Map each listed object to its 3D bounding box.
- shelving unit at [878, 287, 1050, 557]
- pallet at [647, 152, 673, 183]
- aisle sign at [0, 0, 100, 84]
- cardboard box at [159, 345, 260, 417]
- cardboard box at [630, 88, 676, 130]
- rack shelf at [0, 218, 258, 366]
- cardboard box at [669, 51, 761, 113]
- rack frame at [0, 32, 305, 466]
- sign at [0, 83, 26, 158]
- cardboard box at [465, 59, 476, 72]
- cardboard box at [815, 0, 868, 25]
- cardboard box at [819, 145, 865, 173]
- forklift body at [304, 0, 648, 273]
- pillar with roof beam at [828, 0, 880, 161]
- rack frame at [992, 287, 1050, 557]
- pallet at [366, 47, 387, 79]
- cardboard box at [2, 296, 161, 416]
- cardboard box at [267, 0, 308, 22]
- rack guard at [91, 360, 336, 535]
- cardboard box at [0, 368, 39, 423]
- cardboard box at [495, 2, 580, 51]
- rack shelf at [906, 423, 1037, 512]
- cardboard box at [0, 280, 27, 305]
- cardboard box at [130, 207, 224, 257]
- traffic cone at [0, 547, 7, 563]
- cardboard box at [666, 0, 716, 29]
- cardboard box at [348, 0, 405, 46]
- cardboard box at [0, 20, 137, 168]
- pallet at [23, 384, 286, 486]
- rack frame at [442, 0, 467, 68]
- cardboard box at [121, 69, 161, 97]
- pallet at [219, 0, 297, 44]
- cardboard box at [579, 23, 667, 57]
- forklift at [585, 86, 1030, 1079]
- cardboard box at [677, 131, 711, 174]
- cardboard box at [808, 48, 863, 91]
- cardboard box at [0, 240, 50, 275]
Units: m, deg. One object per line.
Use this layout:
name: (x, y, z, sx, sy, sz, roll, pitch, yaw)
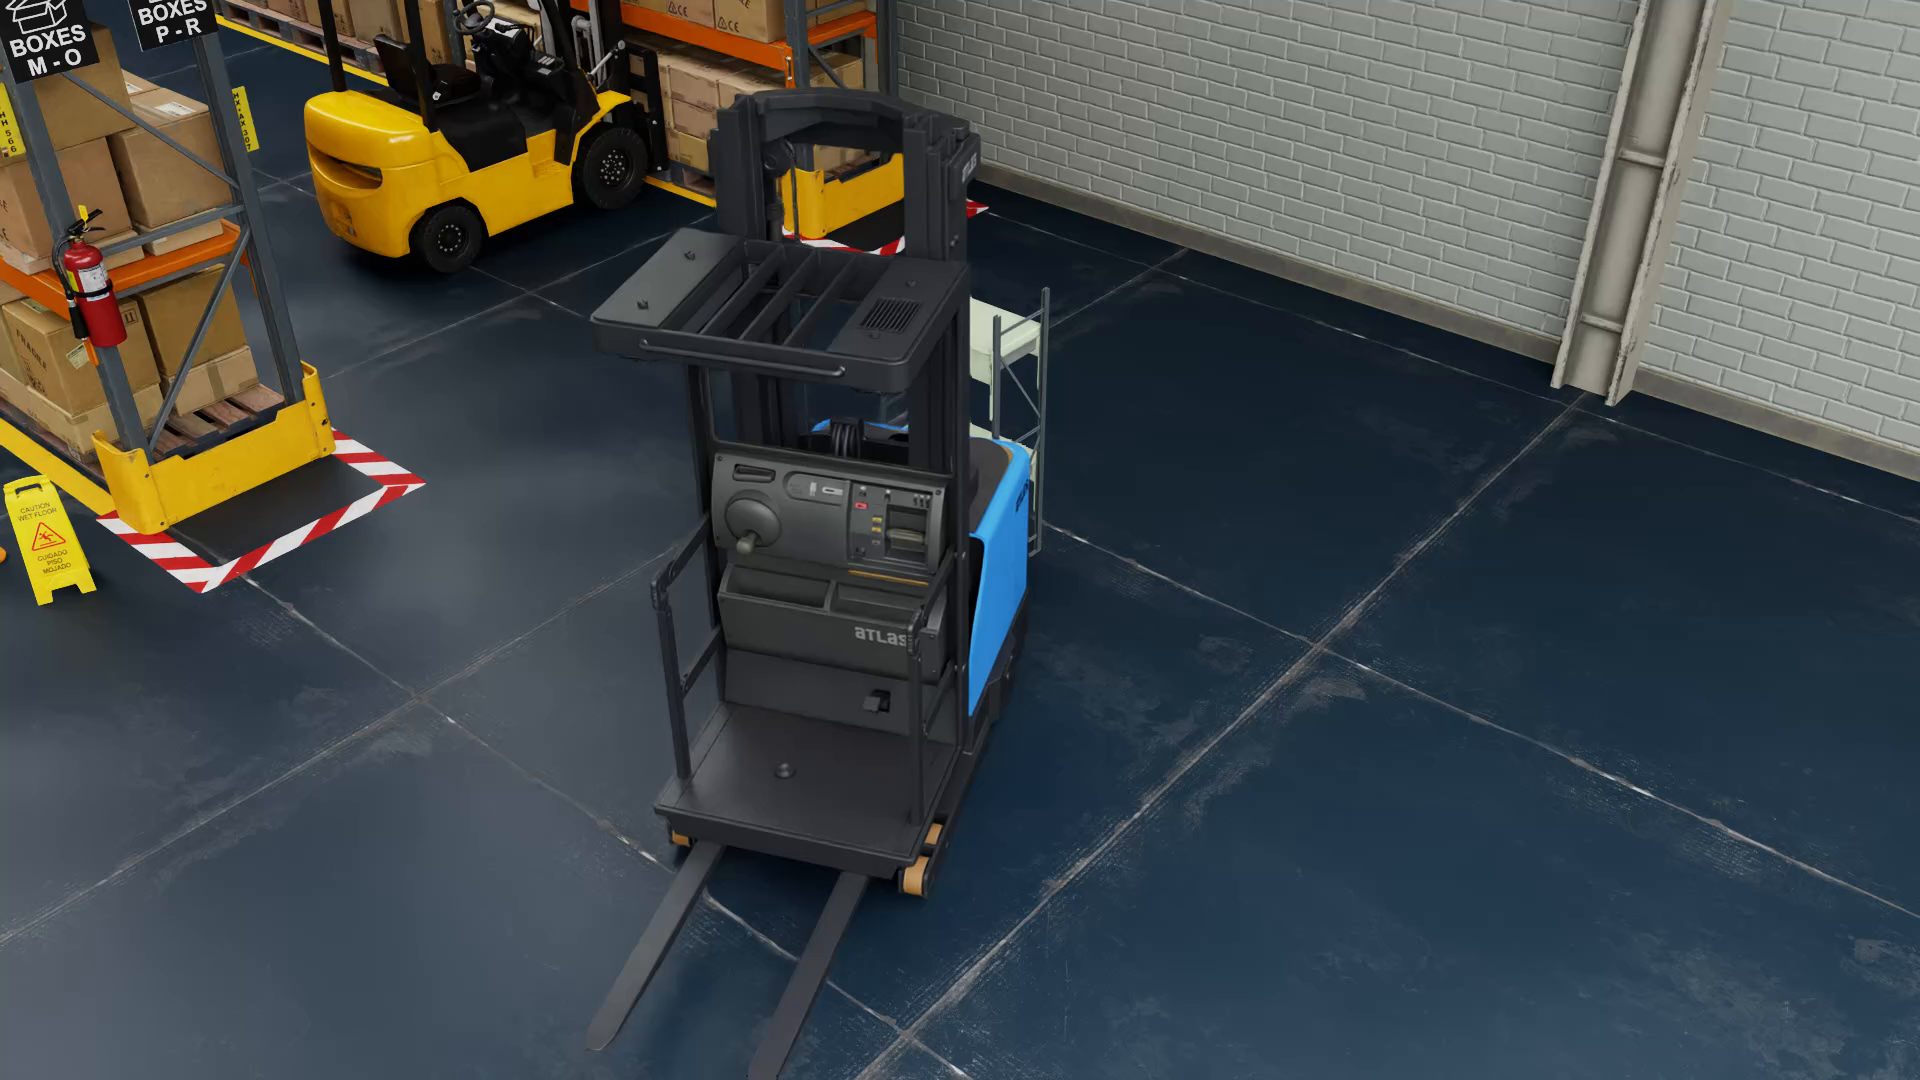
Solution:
shelving unit: (0.005, -0.616, 8.322, 0.755, 1.500, 0.431, 25, 42, 32)
pallet: (-2.363, -3.249, 13.295, 1.213, 0.211, 1.003, 25, 42, 32)
aisle sign: (-4.126, -2.460, 7.386, 0.004, 0.787, 0.394, 25, 42, 32)
cardboard box: (-4.431, -0.989, 9.598, 0.500, 0.250, 0.500, 25, 42, 31)
cardboard box: (-2.177, -3.348, 12.592, 0.500, 0.250, 0.500, 24, 41, 31)
rack shelf: (-5.525, -1.965, 9.597, 4.000, 0.370, 1.077, 25, 42, 32)
cardboard box: (-1.764, -3.363, 12.172, 0.500, 0.250, 0.500, 26, 42, 33)
rack frame: (-3.988, -1.537, 8.338, 0.127, 3.000, 1.000, 25, 42, 32)
sign: (-4.358, -1.910, 7.580, 0.005, 0.325, 0.100, 25, 42, 32)
cardboard box: (-3.729, -3.867, 13.789, 0.500, 0.250, 0.500, 26, 42, 32)
cardboard box: (-1.018, -4.039, 11.894, 0.500, 0.500, 0.500, 27, 43, 33)
cardboard box: (-1.067, -3.000, 12.527, 0.500, 0.250, 0.500, 25, 42, 32)
forklift body: (-3.439, -3.241, 11.570, 1.214, 2.155, 2.313, 25, 42, 32)
pillar with roof beam: (-3.528, -4.942, 7.997, 0.400, 9.000, 9.100, 25, 42, 32)
rack frame: (0.286, -0.483, 8.129, 0.023, 1.500, 0.400, 25, 42, 32)
pallet: (-4.480, -4.247, 14.748, 1.213, 0.211, 1.003, 25, 42, 32)
cardboard box: (-4.770, -1.062, 9.043, 0.500, 0.500, 0.500, 26, 42, 32)
cardboard box: (-5.985, -5.325, 15.580, 0.625, 0.625, 0.875, 27, 43, 33)
rack guard: (-4.046, -0.534, 9.086, 0.348, 0.500, 1.175, 25, 42, 32)
cardboard box: (-5.174, -0.943, 9.532, 0.500, 0.250, 0.500, 25, 42, 32)
cardboard box: (-3.331, -4.097, 13.241, 0.500, 0.250, 0.500, 25, 42, 32)
rack shelf: (0.005, -0.347, 8.506, 0.720, 0.370, 0.431, 25, 42, 32)
cardboard box: (-5.095, -1.434, 9.010, 0.250, 0.149, 0.380, 27, 43, 33)
cardboard box: (-4.116, -1.646, 8.720, 0.250, 0.149, 0.380, 25, 42, 32)
traffic cone: (-5.144, -0.086, 8.466, 0.334, 0.463, 0.336, 25, 42, 32)
cardboard box: (-1.754, -3.995, 11.829, 0.500, 0.500, 0.500, 27, 43, 33)
cardboard box: (-4.888, -4.809, 14.830, 0.625, 0.625, 0.875, 25, 42, 31)
cardboard box: (-4.520, -2.203, 8.074, 0.500, 0.500, 0.700, 24, 41, 31)
pallet: (-4.648, -0.725, 9.619, 1.213, 0.211, 1.003, 25, 42, 32)
rack frame: (-3.889, -5.147, 13.595, 0.127, 3.000, 1.000, 25, 42, 32)
cardboard box: (-4.574, -2.179, 8.923, 0.500, 0.500, 0.500, 27, 43, 33)
pallet: (-6.355, -5.131, 16.035, 1.213, 0.211, 1.003, 25, 42, 32)
cardboard box: (-2.543, -3.728, 12.704, 0.500, 0.250, 0.500, 24, 41, 31)
forklift: (-0.569, -0.031, 6.206, 1.130, 2.935, 3.031, 9, 36, 13)
cardboard box: (-1.754, -2.954, 12.460, 0.500, 0.250, 0.500, 25, 42, 32)
cardboard box: (-1.063, -3.406, 12.235, 0.500, 0.250, 0.500, 25, 41, 31)
cardboard box: (-4.678, -1.519, 8.534, 0.250, 0.149, 0.380, 25, 42, 31)
